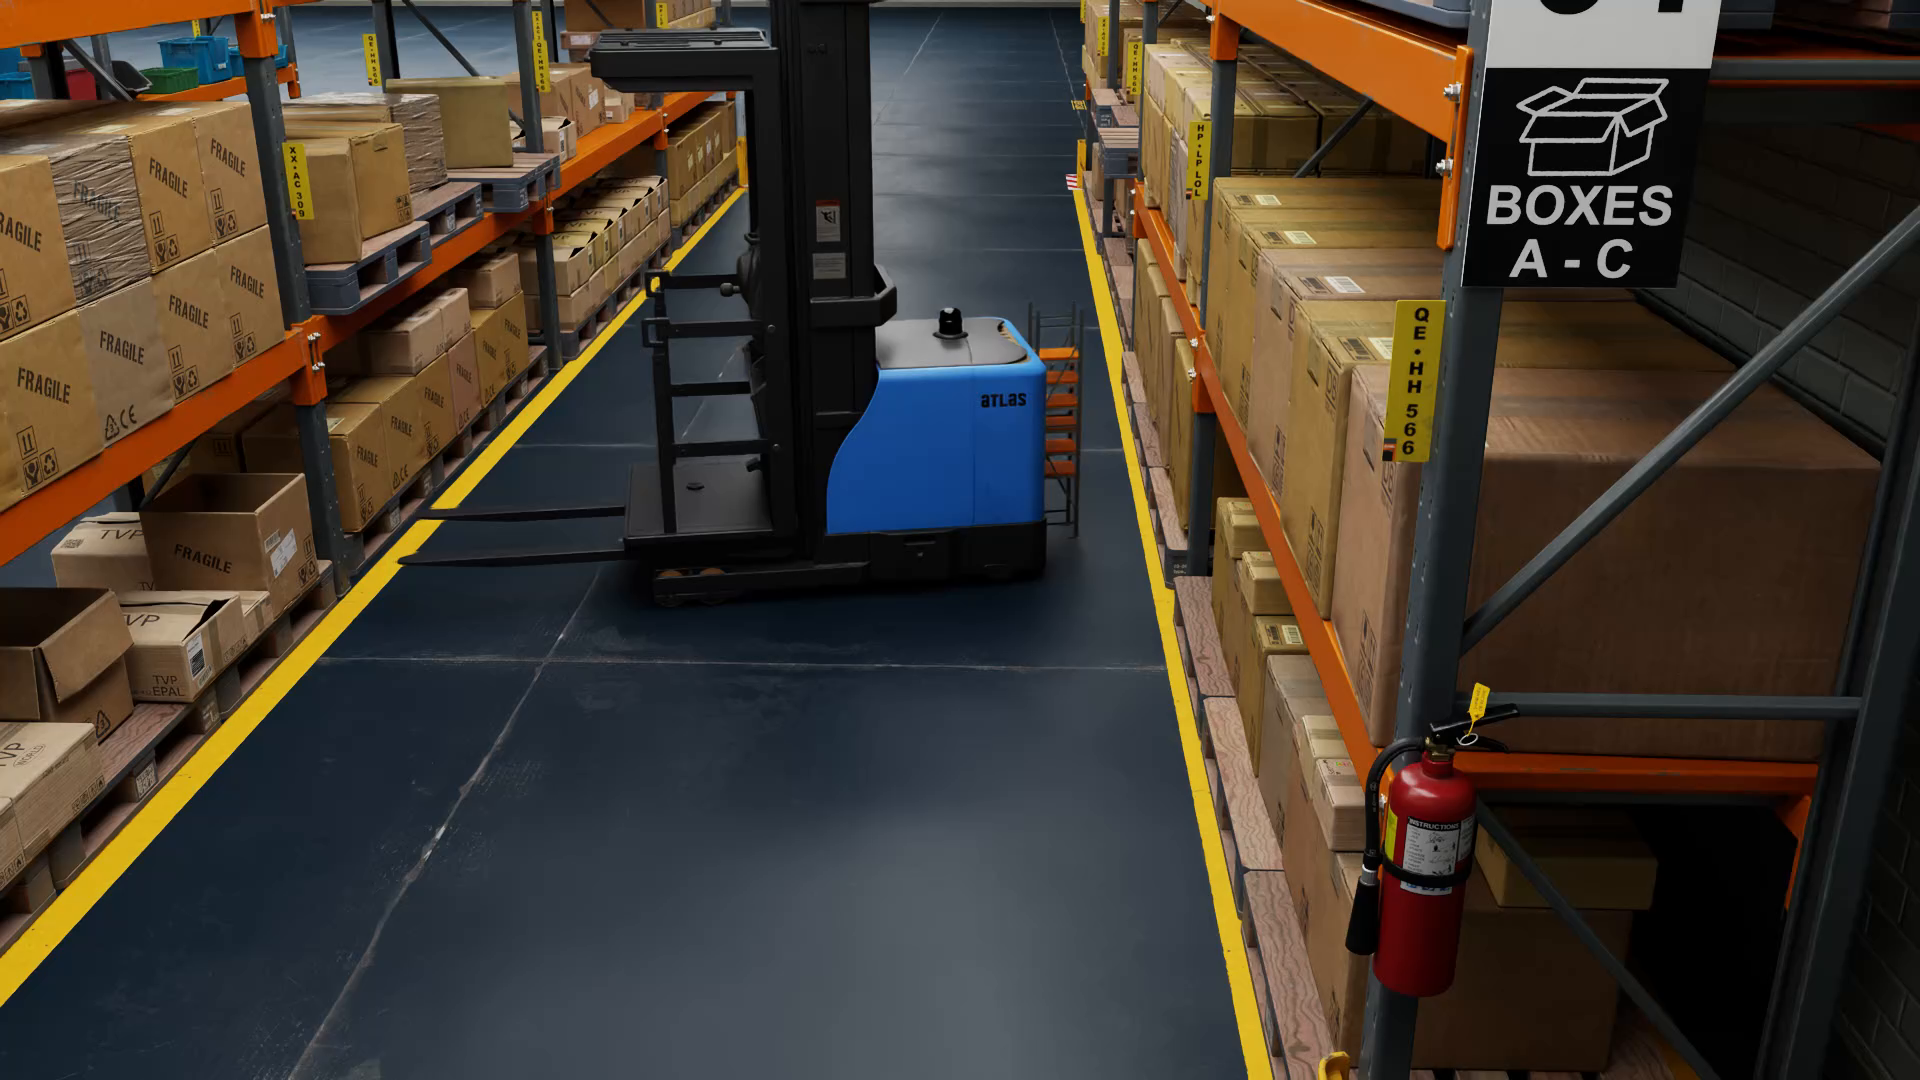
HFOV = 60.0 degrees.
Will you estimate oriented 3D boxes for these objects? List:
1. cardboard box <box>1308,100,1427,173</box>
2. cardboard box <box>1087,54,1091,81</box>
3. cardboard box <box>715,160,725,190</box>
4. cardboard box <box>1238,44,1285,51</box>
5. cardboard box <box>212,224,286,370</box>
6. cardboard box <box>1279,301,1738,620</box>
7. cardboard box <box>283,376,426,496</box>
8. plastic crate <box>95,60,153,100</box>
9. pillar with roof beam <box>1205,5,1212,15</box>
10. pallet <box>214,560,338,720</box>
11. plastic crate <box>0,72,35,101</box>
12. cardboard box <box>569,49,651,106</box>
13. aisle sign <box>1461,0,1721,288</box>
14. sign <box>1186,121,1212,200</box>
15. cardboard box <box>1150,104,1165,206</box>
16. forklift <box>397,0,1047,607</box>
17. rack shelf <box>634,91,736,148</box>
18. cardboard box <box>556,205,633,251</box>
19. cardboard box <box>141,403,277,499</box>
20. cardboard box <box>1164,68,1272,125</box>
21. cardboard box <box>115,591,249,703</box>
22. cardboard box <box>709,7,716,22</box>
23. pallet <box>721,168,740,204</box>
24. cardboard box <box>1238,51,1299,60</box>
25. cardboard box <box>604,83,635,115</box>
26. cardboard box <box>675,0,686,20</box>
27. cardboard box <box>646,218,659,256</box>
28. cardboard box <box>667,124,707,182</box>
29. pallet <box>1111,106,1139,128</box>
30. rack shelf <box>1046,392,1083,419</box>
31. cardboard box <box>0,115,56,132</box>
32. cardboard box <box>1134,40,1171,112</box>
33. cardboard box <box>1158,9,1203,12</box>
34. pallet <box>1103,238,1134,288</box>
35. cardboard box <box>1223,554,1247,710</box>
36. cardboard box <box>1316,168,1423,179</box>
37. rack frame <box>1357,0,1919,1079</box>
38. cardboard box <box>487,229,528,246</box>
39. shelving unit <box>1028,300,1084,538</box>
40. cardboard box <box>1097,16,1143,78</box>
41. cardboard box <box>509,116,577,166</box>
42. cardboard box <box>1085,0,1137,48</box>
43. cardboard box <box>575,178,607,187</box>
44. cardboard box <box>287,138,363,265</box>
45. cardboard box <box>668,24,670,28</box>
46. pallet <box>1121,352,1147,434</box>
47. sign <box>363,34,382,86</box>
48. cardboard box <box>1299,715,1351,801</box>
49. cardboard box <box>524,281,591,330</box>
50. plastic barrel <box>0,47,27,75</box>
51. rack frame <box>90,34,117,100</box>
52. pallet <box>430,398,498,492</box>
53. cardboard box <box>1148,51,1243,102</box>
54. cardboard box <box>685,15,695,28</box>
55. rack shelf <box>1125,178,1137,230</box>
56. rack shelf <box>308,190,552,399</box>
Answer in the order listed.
[{"bbox_3d":[1.826,-1.800,7.408,0.500,0.250,0.500,1,21,3],"label":"cardboard box"},{"bbox_3d":[1.562,-4.826,16.999,0.500,0.250,0.500,0,21,1],"label":"cardboard box"},{"bbox_3d":[-2.772,-3.839,17.498,0.500,0.250,0.500,1,21,2],"label":"cardboard box"},{"bbox_3d":[1.919,-2.916,10.284,0.500,0.250,0.500,1,21,3],"label":"cardboard box"},{"bbox_3d":[-3.158,-1.009,6.844,0.500,0.500,0.500,1,21,3],"label":"cardboard box"},{"bbox_3d":[1.447,-0.234,4.570,0.980,0.700,0.700,0,21,1],"label":"cardboard box"},{"bbox_3d":[-3.136,-0.551,8.649,0.500,0.500,0.500,1,21,2],"label":"cardboard box"},{"bbox_3d":[-7.964,-4.253,15.429,0.767,0.338,0.504,1,21,2],"label":"plastic crate"},{"bbox_3d":[-1.543,-8.013,16.740,9.100,9.000,0.400,1,21,2],"label":"pillar with roof beam"},{"bbox_3d":[-3.422,0.403,7.199,1.003,0.211,1.213,1,21,2],"label":"pallet"},{"bbox_3d":[-7.830,-3.684,13.900,0.392,0.384,0.575,1,21,2],"label":"plastic crate"},{"bbox_3d":[-3.149,-4.245,15.185,0.700,0.500,0.500,0,21,0],"label":"cardboard box"},{"bbox_3d":[1.128,-0.835,2.942,0.394,0.787,0.004,1,21,2],"label":"aisle sign"},{"bbox_3d":[1.009,-1.598,7.009,0.100,0.325,0.005,1,21,2],"label":"sign"},{"bbox_3d":[1.361,-2.192,9.454,0.500,0.500,0.500,1,21,1],"label":"cardboard box"},{"bbox_3d":[-1.147,-1.260,7.726,3.031,2.935,1.130,-3,21,-9],"label":"forklift"},{"bbox_3d":[-3.096,-4.426,16.784,1.077,0.370,4.000,1,21,2],"label":"rack shelf"},{"bbox_3d":[-2.928,-2.514,13.306,0.500,0.311,0.500,0,21,1],"label":"cardboard box"},{"bbox_3d":[-3.671,-0.367,8.175,0.500,0.500,0.500,1,21,1],"label":"cardboard box"},{"bbox_3d":[1.366,-2.362,8.856,0.500,0.250,0.500,0,21,1],"label":"cardboard box"},{"bbox_3d":[-3.156,0.383,6.504,0.500,0.311,0.500,1,21,2],"label":"cardboard box"},{"bbox_3d":[-2.856,-5.693,18.020,0.380,0.149,0.250,0,21,1],"label":"cardboard box"},{"bbox_3d":[-3.016,-3.908,18.308,1.003,0.211,1.213,1,21,2],"label":"pallet"},{"bbox_3d":[1.900,-2.729,9.802,0.500,0.250,0.500,0,21,0],"label":"cardboard box"},{"bbox_3d":[-3.128,-3.790,14.357,0.500,0.250,0.500,2,21,5],"label":"cardboard box"},{"bbox_3d":[-3.103,-5.395,16.354,0.700,0.500,0.500,1,21,2],"label":"cardboard box"},{"bbox_3d":[-2.896,-2.616,14.345,0.500,0.250,0.500,0,21,1],"label":"cardboard box"},{"bbox_3d":[-2.799,-3.827,16.431,0.500,0.500,0.500,1,21,2],"label":"cardboard box"},{"bbox_3d":[1.693,-3.166,12.806,1.003,0.211,1.213,1,21,2],"label":"pallet"},{"bbox_3d":[0.473,-0.668,8.382,0.258,0.103,0.180,-3,21,-9],"label":"rack shelf"},{"bbox_3d":[-3.711,-1.305,6.224,0.500,0.500,0.500,0,21,0],"label":"cardboard box"},{"bbox_3d":[1.733,-3.613,12.947,0.700,0.500,0.500,4,21,9],"label":"cardboard box"},{"bbox_3d":[2.058,-4.809,15.919,0.500,0.500,0.500,1,21,3],"label":"cardboard box"},{"bbox_3d":[1.773,-2.404,14.432,1.003,0.211,1.213,1,21,2],"label":"pallet"},{"bbox_3d":[1.408,0.328,6.412,0.700,0.500,0.500,0,21,1],"label":"cardboard box"},{"bbox_3d":[1.818,-1.451,7.544,0.500,0.500,0.500,0,21,0],"label":"cardboard box"},{"bbox_3d":[1.427,0.354,3.471,0.949,2.616,0.053,1,21,2],"label":"rack frame"},{"bbox_3d":[-3.499,-2.147,12.362,0.500,0.311,0.500,0,21,1],"label":"cardboard box"},{"bbox_3d":[0.473,-0.597,8.409,0.258,1.200,0.189,-3,21,-9],"label":"shelving unit"},{"bbox_3d":[1.500,-4.448,14.990,0.500,0.500,0.500,1,21,1],"label":"cardboard box"},{"bbox_3d":[-3.057,-2.872,11.906,0.500,0.311,0.500,0,21,1],"label":"cardboard box"},{"bbox_3d":[1.577,-5.372,17.371,0.500,0.500,0.500,1,21,2],"label":"cardboard box"},{"bbox_3d":[-3.418,-3.067,14.732,0.500,0.311,0.500,1,21,2],"label":"cardboard box"},{"bbox_3d":[-3.162,-1.557,7.676,0.700,0.500,0.500,-7,22,-17],"label":"cardboard box"},{"bbox_3d":[-2.934,-4.761,15.618,0.380,0.149,0.250,0,21,1],"label":"cardboard box"},{"bbox_3d":[1.574,-0.955,10.697,1.003,0.211,1.213,1,21,2],"label":"pallet"},{"bbox_3d":[-3.833,-3.137,10.866,0.100,0.325,0.005,1,21,2],"label":"sign"},{"bbox_3d":[1.180,0.626,4.748,0.380,0.149,0.250,1,21,3],"label":"cardboard box"},{"bbox_3d":[-2.969,-1.692,11.963,0.500,0.250,0.500,1,21,1],"label":"cardboard box"},{"bbox_3d":[-8.422,-4.191,14.492,0.600,0.901,0.708,1,21,2],"label":"plastic barrel"},{"bbox_3d":[-8.107,-4.094,14.934,1.000,3.000,0.127,1,21,2],"label":"rack frame"},{"bbox_3d":[-3.378,-0.582,9.738,1.003,0.211,1.213,1,21,2],"label":"pallet"},{"bbox_3d":[1.386,-2.727,9.798,0.500,0.250,0.500,0,21,1],"label":"cardboard box"},{"bbox_3d":[-2.894,-5.225,16.814,0.380,0.149,0.250,1,21,3],"label":"cardboard box"},{"bbox_3d":[1.734,-2.927,12.919,1.077,0.370,4.000,1,21,2],"label":"rack shelf"},{"bbox_3d":[-3.339,-1.533,9.329,1.077,0.370,4.000,1,21,2],"label":"rack shelf"}]
